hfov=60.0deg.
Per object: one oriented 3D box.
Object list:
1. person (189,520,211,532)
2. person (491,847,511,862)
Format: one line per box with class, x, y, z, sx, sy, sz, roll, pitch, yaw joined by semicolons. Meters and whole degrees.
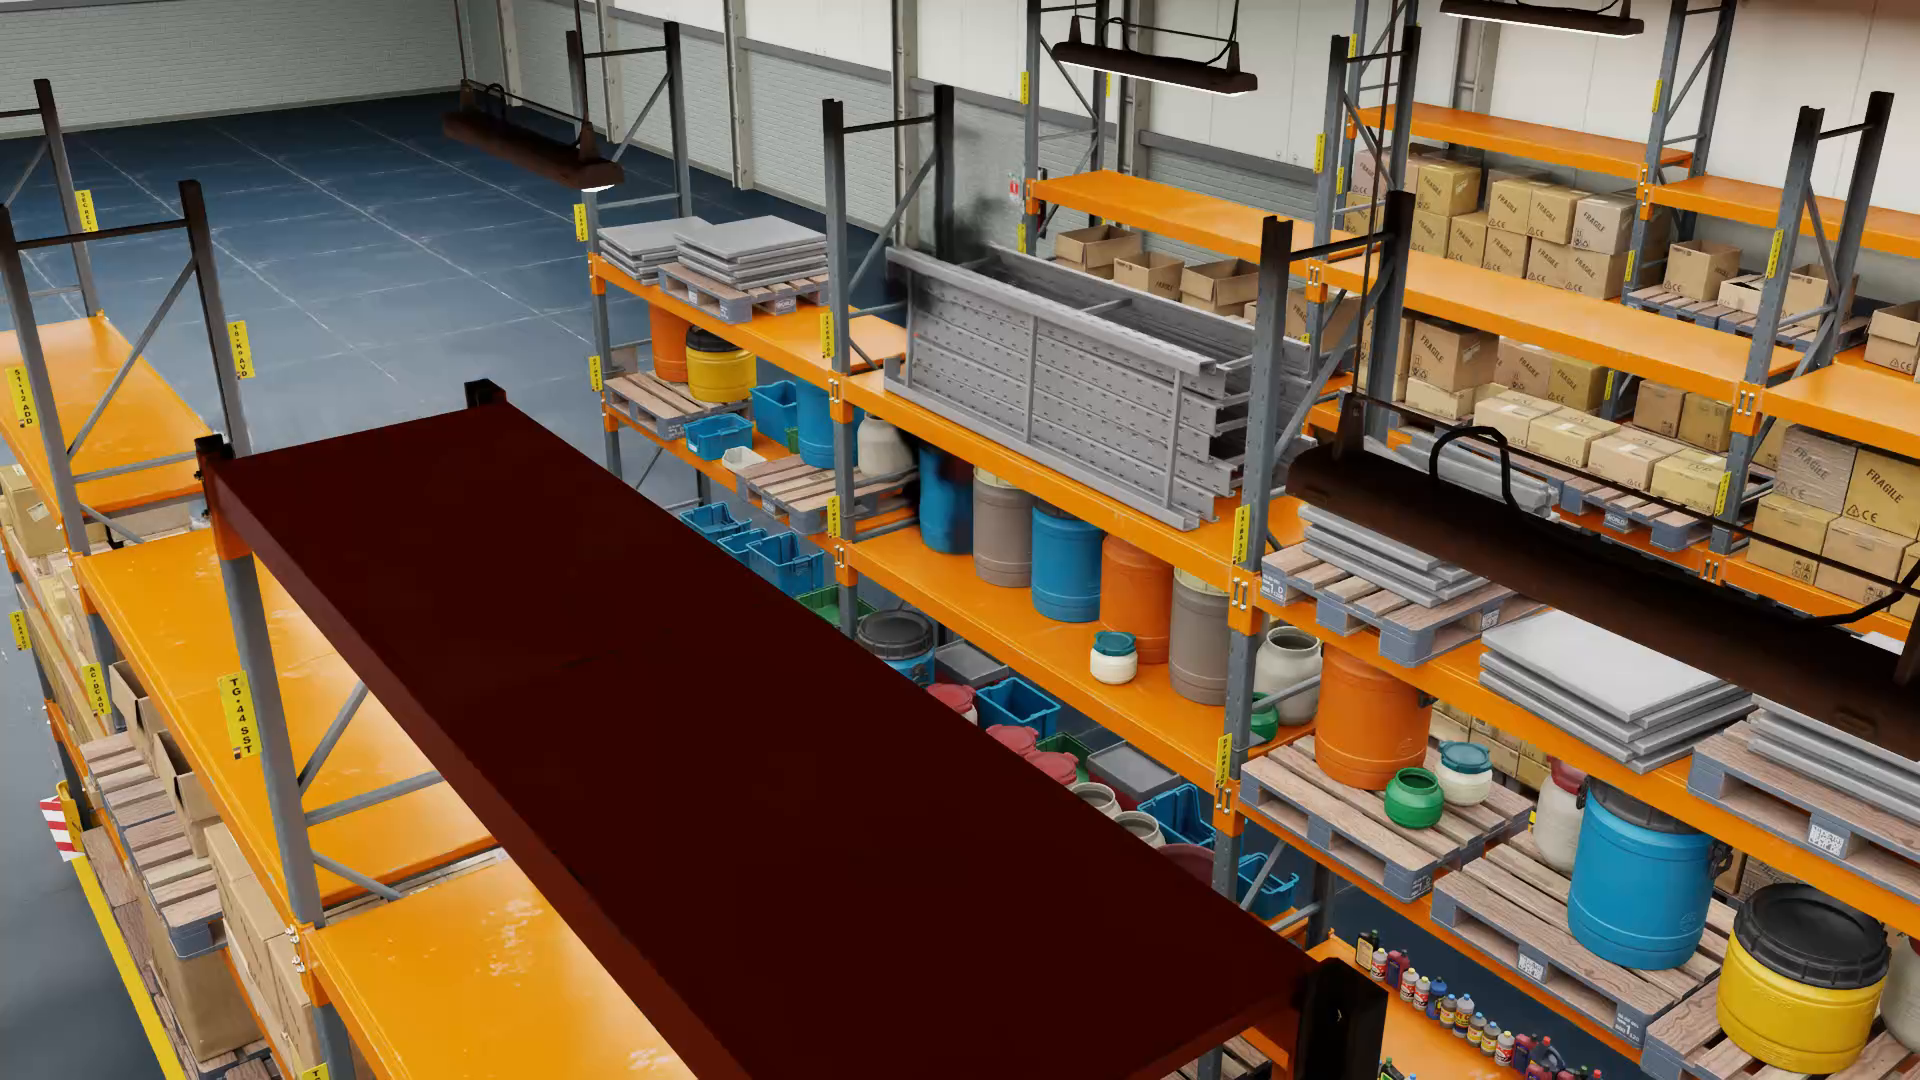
person;-8.714;-0.565;18.275;0.776;1.669;0.601;-3;25;-7
person;-3.035;2.425;10.899;0.911;1.821;0.684;22;33;39
